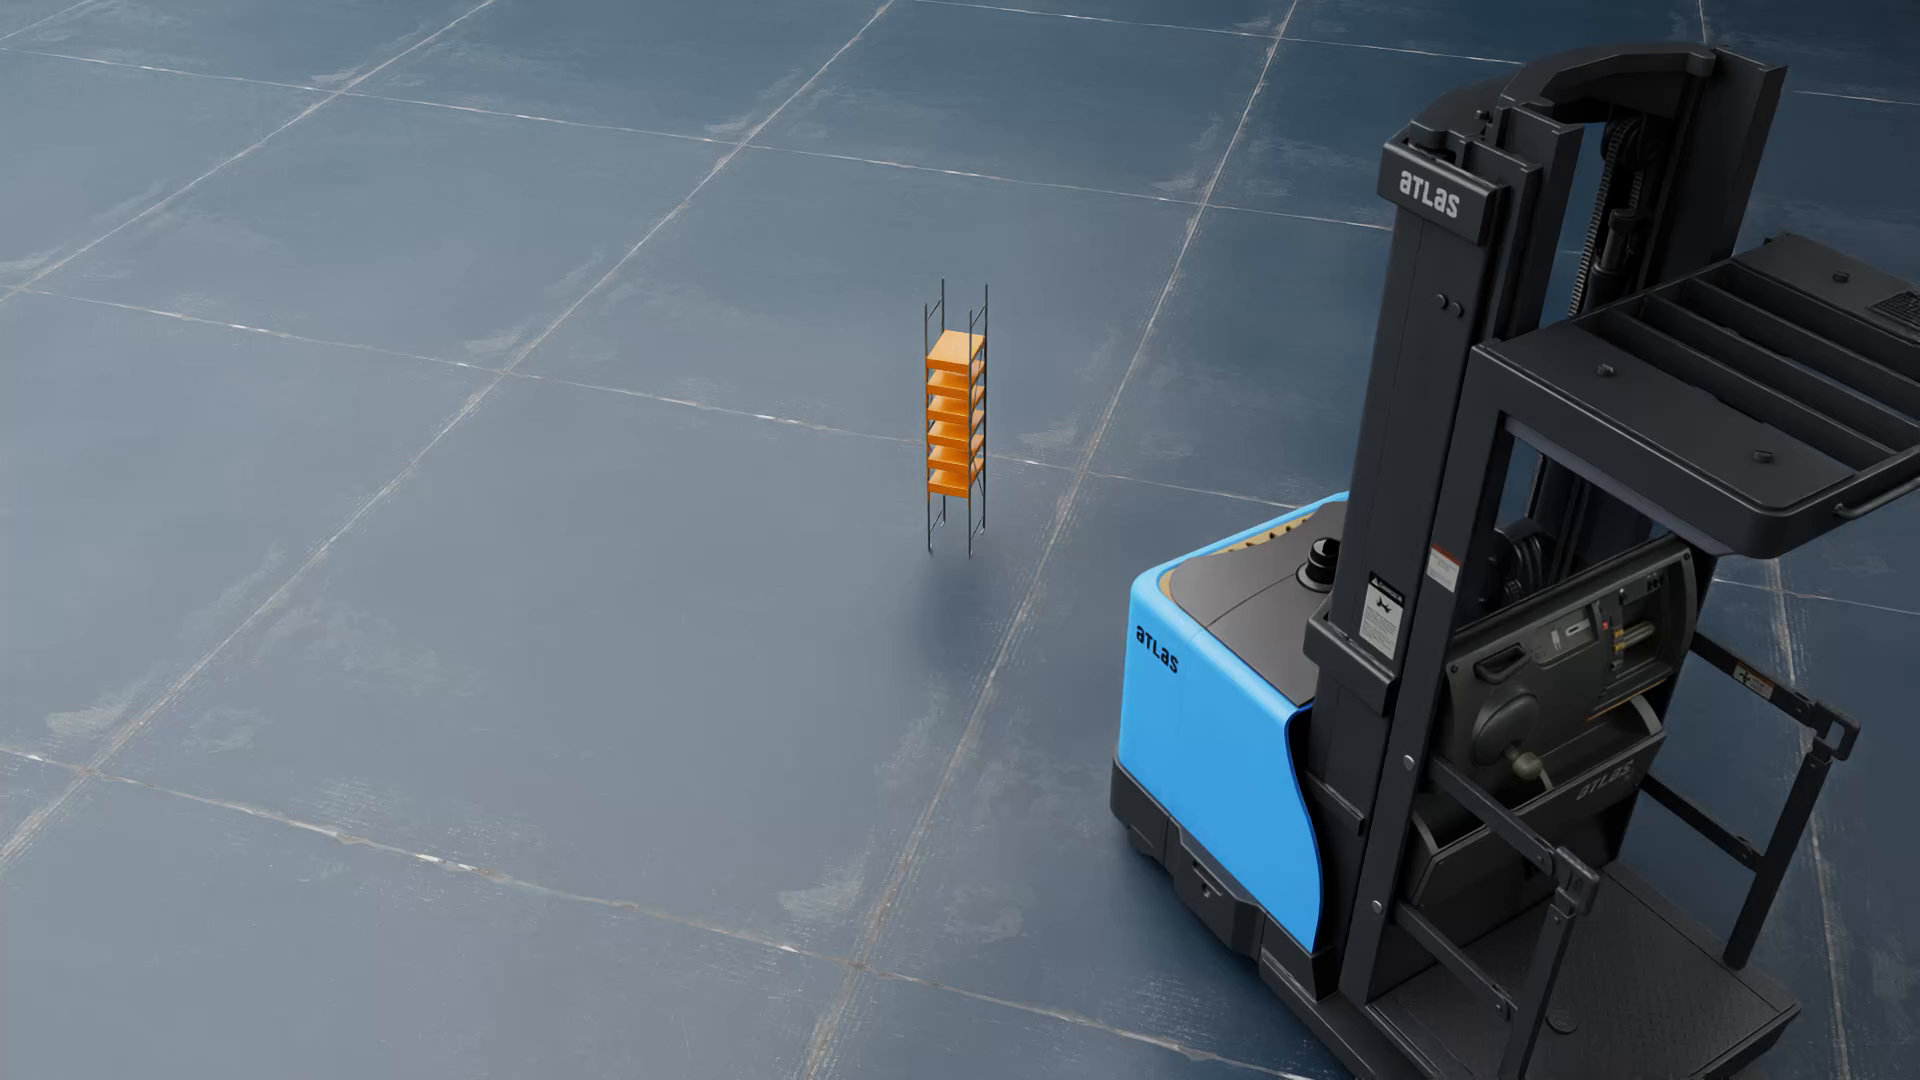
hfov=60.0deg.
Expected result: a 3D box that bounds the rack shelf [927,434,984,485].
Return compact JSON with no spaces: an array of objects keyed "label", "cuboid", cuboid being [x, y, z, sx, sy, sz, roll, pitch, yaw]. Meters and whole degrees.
[{"label":"rack shelf","cuboid":[-0.014,-0.353,6.995,0.180,0.103,0.258,10,38,14]}]

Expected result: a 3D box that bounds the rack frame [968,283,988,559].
[{"label":"rack frame","cuboid":[0.074,-0.470,6.876,0.006,1.200,0.240,10,38,14]}]

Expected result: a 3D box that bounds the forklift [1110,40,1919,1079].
[{"label":"forklift","cuboid":[1.736,0.387,4.251,1.130,2.935,3.031,-20,41,-25]}]

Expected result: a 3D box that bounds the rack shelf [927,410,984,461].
[{"label":"rack shelf","cuboid":[-0.014,-0.450,6.924,0.180,0.103,0.258,10,38,14]}]

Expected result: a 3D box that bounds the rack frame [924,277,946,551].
[{"label":"rack frame","cuboid":[-0.101,-0.502,6.920,0.006,1.200,0.240,10,38,14]}]

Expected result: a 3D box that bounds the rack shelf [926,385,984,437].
[{"label":"rack shelf","cuboid":[-0.014,-0.547,6.853,0.180,0.103,0.258,10,38,14]}]

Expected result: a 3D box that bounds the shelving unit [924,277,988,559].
[{"label":"shelving unit","cuboid":[-0.014,-0.486,6.898,0.189,1.200,0.258,10,38,14]}]

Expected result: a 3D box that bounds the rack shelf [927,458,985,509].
[{"label":"rack shelf","cuboid":[-0.014,-0.257,7.066,0.180,0.103,0.258,10,38,14]}]

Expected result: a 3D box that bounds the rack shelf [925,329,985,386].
[{"label":"rack shelf","cuboid":[-0.014,-0.740,6.711,0.180,0.103,0.258,10,38,14]}]

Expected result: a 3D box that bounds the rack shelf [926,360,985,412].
[{"label":"rack shelf","cuboid":[-0.014,-0.643,6.782,0.180,0.103,0.258,10,38,14]}]
